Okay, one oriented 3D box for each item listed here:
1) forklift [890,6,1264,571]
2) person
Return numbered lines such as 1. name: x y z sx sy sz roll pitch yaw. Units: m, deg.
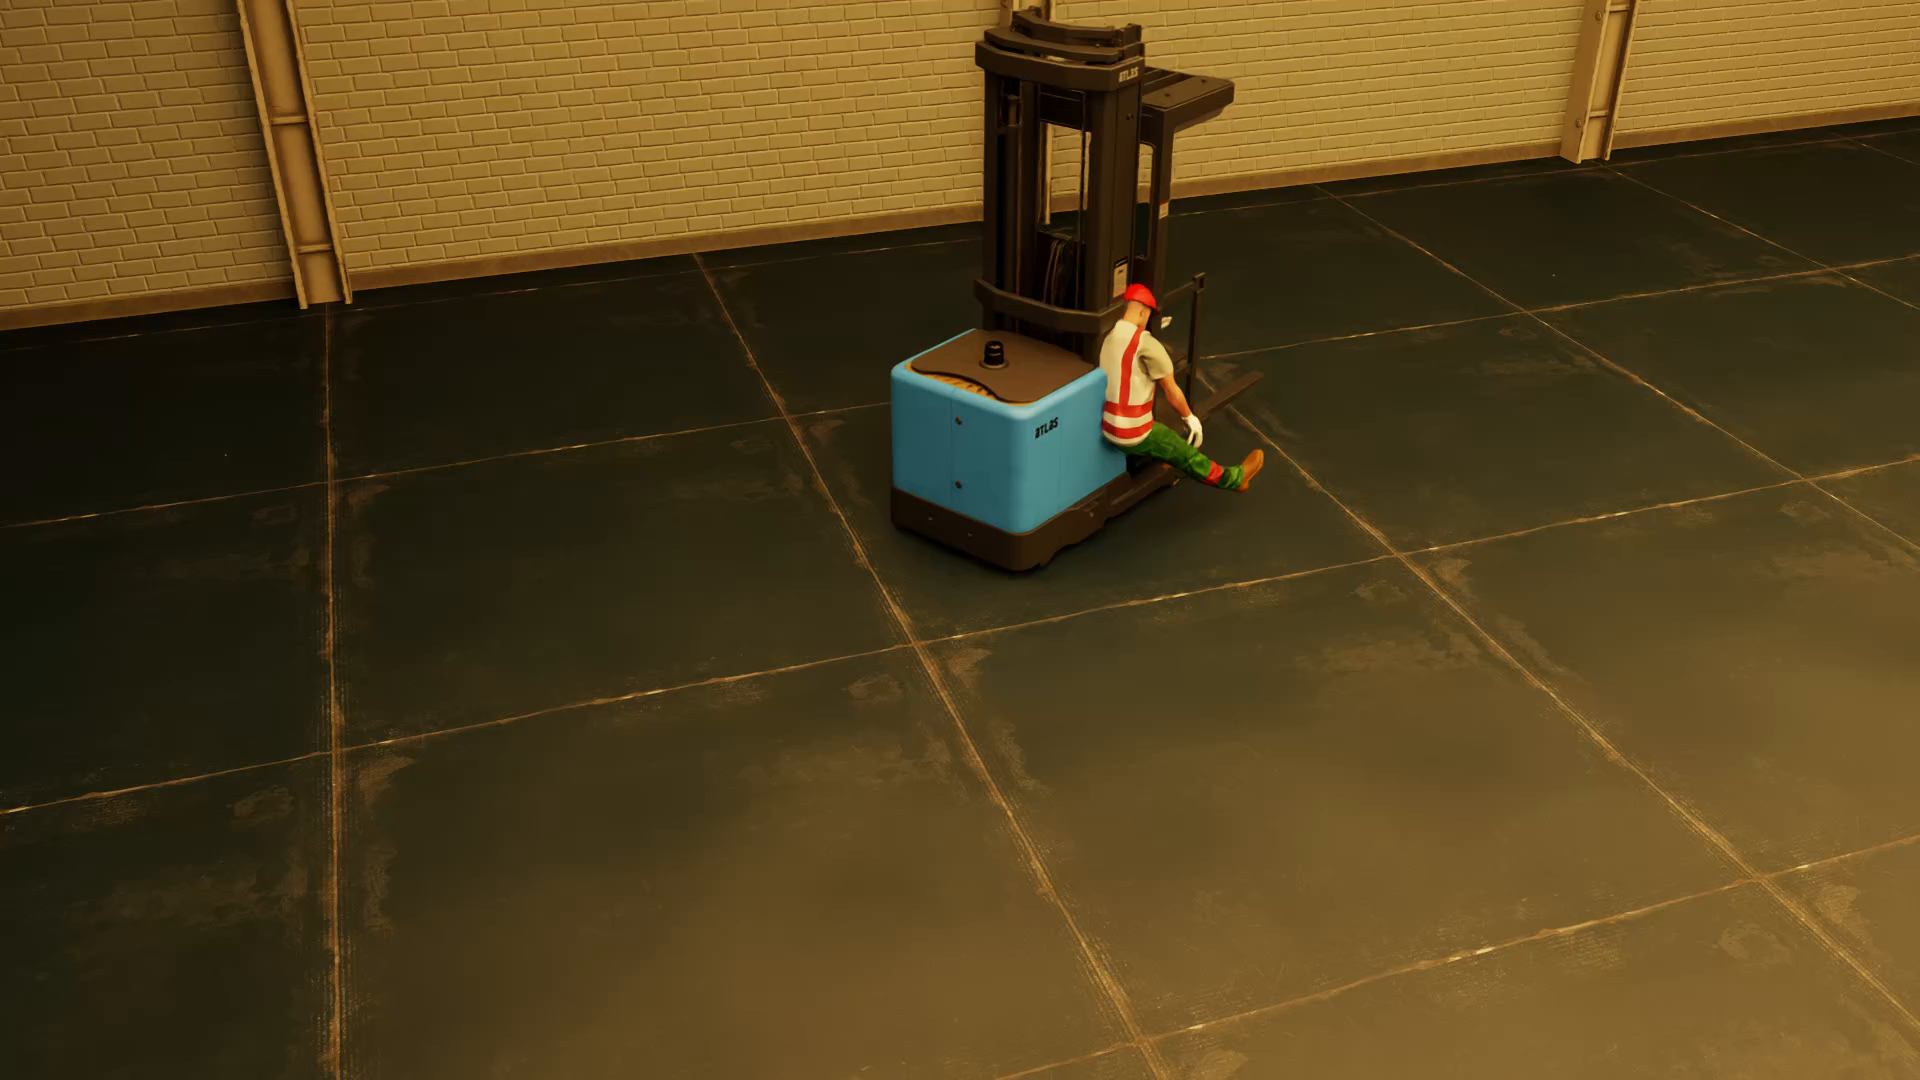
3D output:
1. forklift: 0.902 -1.758 10.142 1.130 2.935 3.031 22 37 33
2. person: 1.150 -0.912 10.025 1.172 1.354 1.036 -20 35 -30
